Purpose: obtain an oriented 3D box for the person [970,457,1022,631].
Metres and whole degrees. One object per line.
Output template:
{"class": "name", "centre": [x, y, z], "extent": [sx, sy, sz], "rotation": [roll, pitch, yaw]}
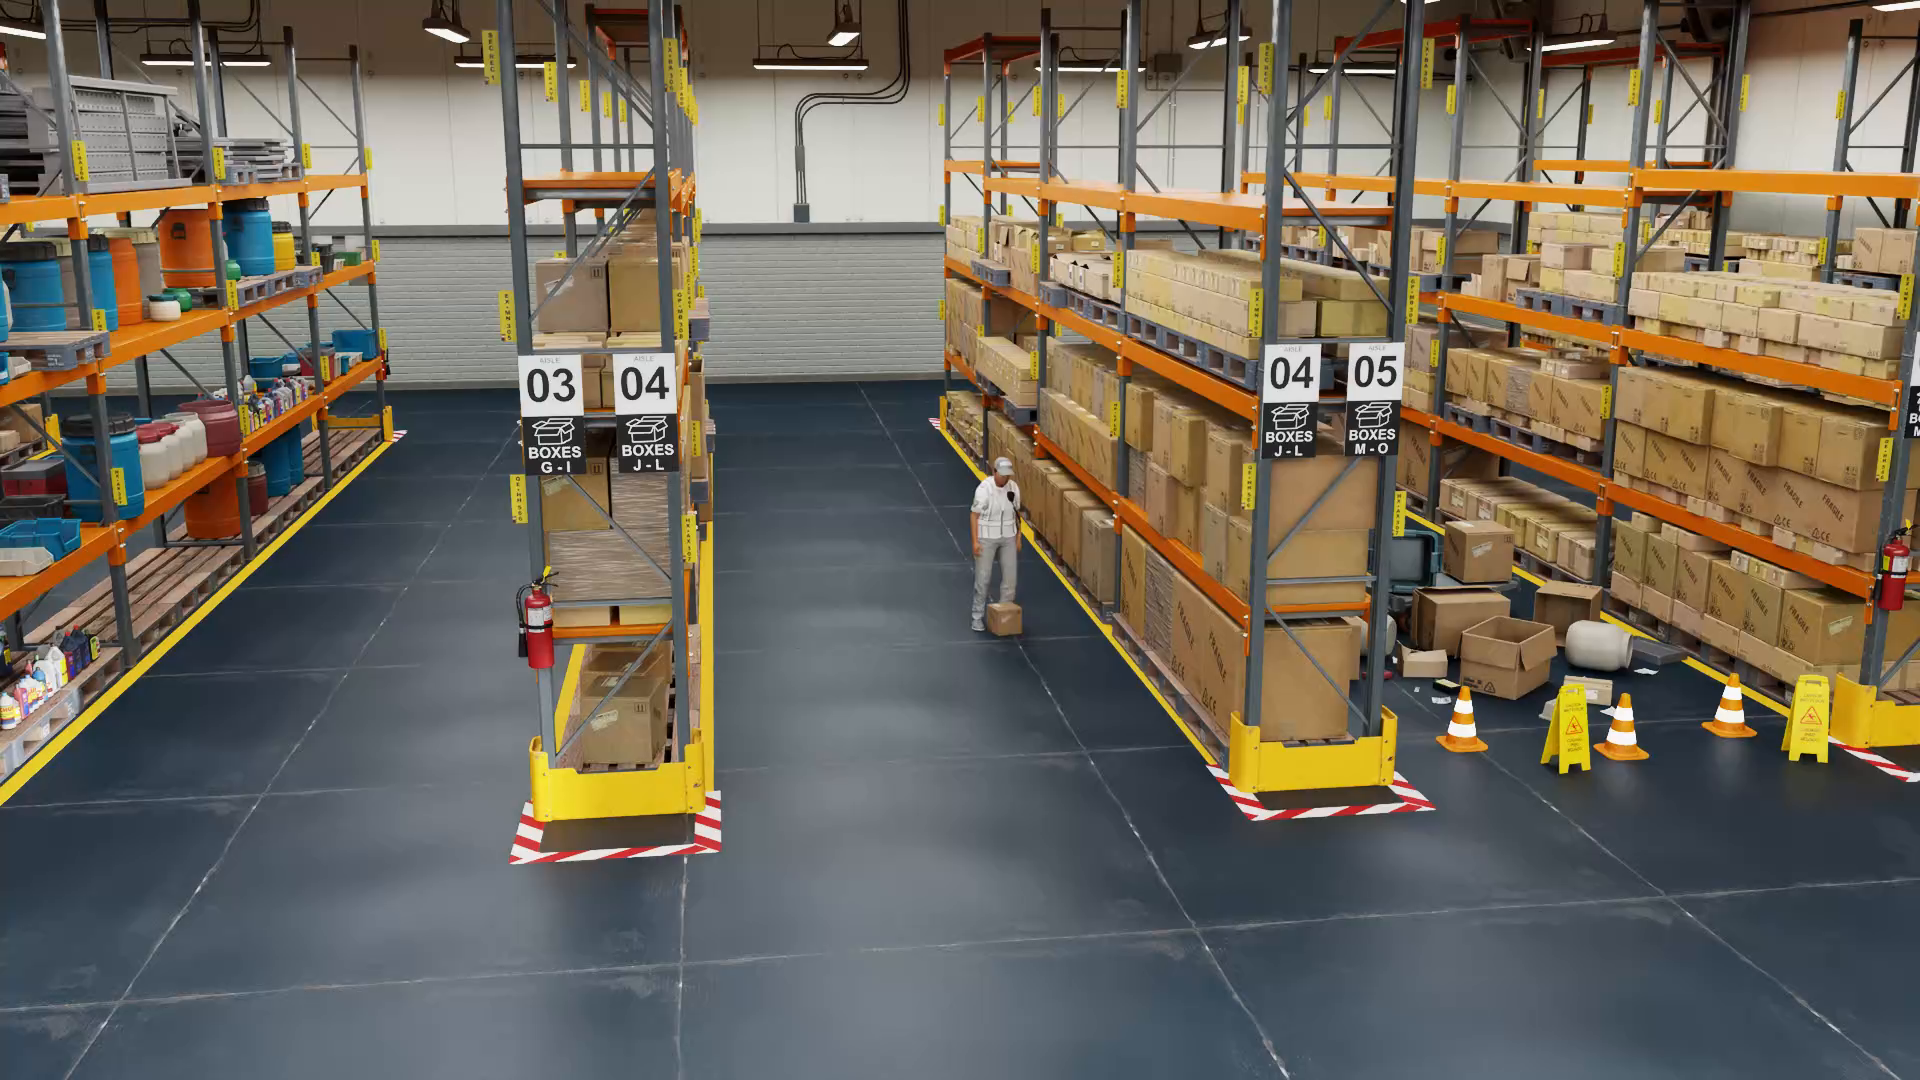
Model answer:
{"class": "person", "centre": [0.349, 0.018, 15.901], "extent": [0.551, 1.664, 0.469], "rotation": [-5, 14, -21]}
